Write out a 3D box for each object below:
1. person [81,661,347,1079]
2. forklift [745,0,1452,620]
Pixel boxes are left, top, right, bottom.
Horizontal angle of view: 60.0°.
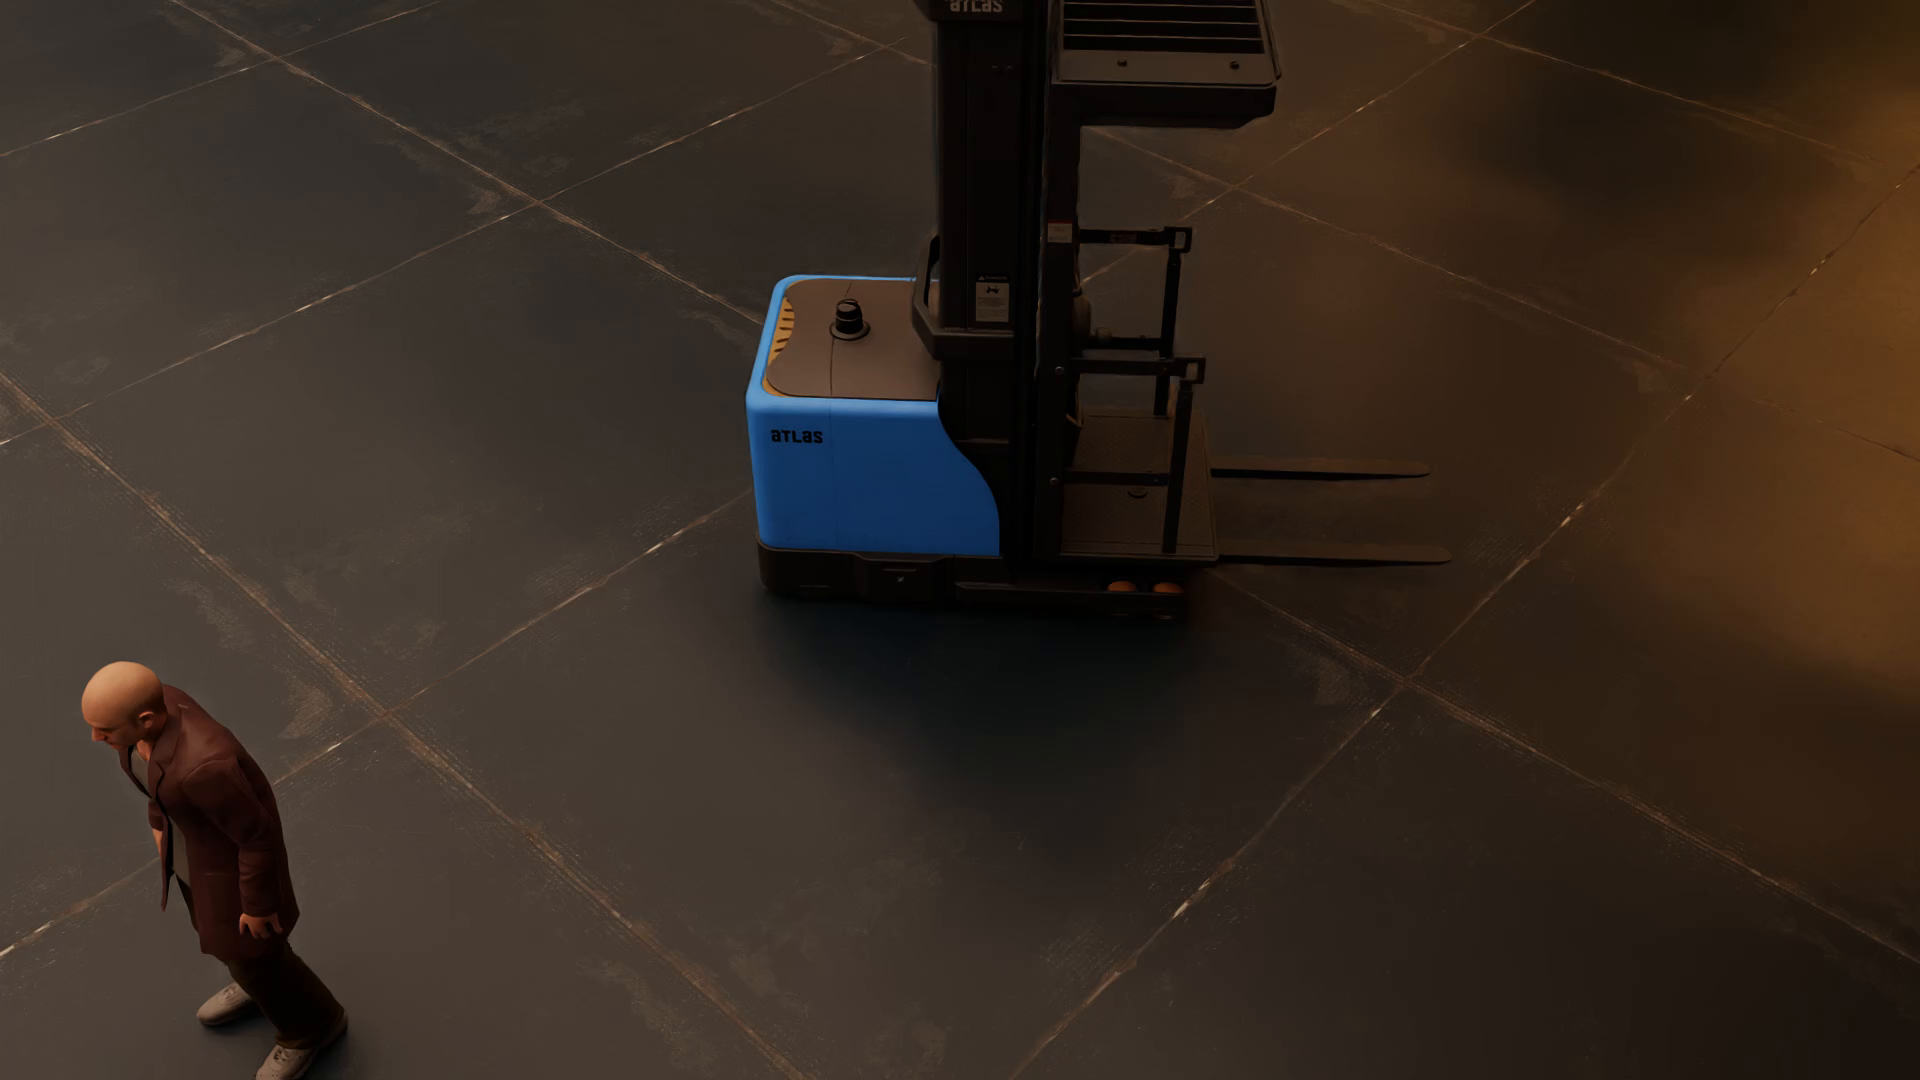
[{"bbox_3d":[-2.307,1.004,5.149,0.644,1.774,0.437,30,49,30],"label":"person"},{"bbox_3d":[0.648,-1.123,6.737,3.031,2.935,1.130,2,41,2],"label":"forklift"}]
